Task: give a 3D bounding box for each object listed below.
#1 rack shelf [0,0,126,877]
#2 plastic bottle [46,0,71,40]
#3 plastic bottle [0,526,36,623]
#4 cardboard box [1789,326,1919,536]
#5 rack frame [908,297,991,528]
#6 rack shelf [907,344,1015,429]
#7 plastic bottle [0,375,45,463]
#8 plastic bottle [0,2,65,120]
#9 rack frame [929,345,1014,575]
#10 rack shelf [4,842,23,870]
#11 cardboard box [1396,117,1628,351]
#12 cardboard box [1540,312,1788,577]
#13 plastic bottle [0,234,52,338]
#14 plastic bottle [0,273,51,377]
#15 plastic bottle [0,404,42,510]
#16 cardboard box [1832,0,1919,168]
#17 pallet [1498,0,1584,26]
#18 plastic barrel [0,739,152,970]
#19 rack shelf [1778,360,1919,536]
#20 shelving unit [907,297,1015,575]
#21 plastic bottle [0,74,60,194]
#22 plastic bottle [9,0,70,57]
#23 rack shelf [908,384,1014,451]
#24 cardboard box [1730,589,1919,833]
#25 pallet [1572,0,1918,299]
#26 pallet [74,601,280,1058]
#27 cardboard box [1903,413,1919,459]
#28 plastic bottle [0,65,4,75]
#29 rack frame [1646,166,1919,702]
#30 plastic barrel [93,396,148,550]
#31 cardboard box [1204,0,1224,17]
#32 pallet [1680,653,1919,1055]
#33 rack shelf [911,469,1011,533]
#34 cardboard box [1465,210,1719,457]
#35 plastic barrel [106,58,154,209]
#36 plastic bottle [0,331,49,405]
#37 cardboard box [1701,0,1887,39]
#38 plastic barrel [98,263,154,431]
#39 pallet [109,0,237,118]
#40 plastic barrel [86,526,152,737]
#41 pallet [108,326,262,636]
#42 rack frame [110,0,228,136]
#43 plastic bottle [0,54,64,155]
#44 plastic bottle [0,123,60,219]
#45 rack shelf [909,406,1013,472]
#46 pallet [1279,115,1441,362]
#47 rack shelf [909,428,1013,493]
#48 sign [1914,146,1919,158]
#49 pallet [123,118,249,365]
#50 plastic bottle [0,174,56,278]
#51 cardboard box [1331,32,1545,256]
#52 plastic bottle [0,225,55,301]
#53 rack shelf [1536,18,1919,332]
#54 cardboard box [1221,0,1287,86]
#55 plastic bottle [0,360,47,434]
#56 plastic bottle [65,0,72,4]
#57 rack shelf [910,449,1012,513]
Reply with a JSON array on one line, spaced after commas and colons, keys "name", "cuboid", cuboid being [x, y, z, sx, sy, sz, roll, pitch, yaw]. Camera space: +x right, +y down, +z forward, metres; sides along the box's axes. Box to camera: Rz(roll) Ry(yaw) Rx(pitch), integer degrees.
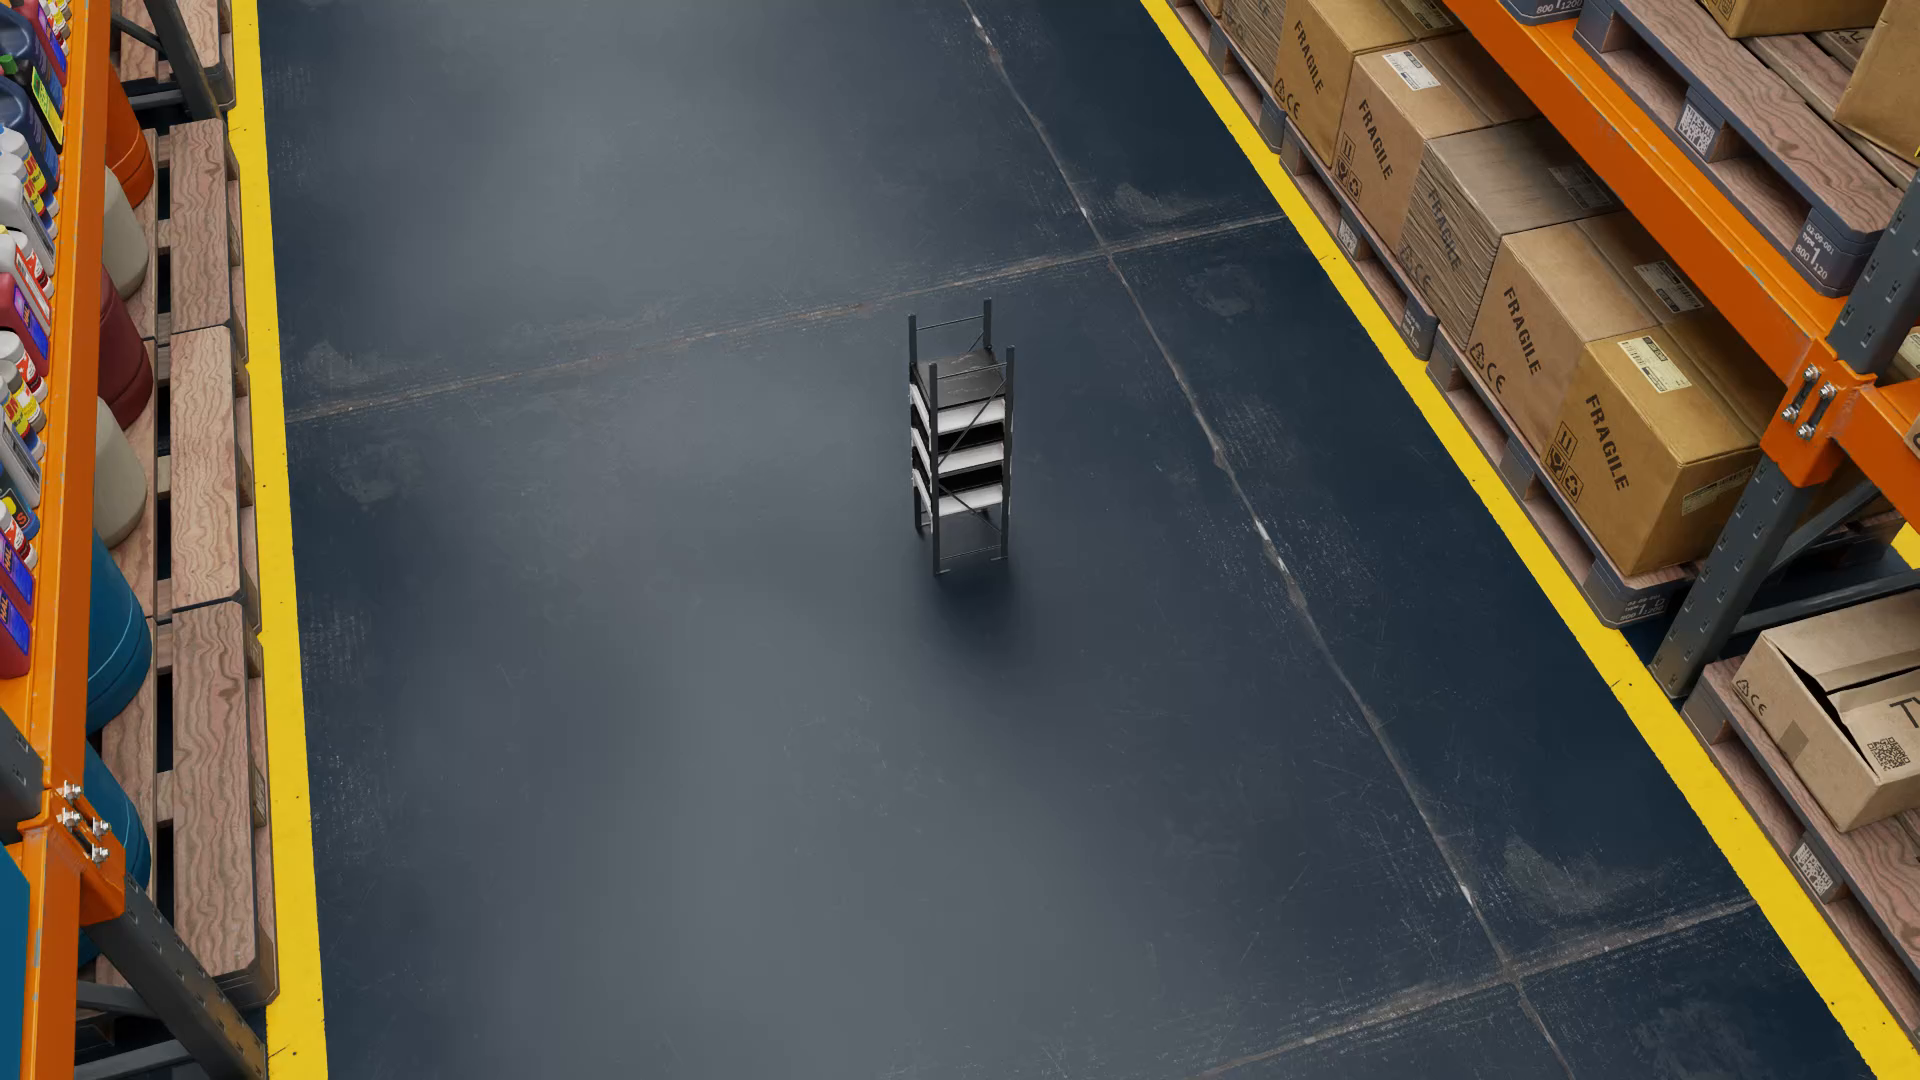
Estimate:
[{"name": "rack shelf", "cuboid": [-2.794, -0.765, 4.404, 1.077, 0.370, 4.000, -13, 51, -11]}, {"name": "plastic bottle", "cuboid": [-2.601, -1.511, 4.692, 0.097, 0.201, 0.097, 0, 50, 0]}, {"name": "plastic bottle", "cuboid": [-1.943, 0.040, 3.331, 0.061, 0.283, 0.133, -13, 51, -11]}, {"name": "cardboard box", "cuboid": [2.620, -0.398, 4.971, 0.500, 0.500, 0.500, -15, 52, -13]}, {"name": "rack frame", "cuboid": [-0.028, -0.358, 4.964, 0.240, 0.900, 0.006, -13, 51, -11]}, {"name": "rack shelf", "cuboid": [0.002, -0.437, 4.720, 0.258, 0.077, 0.200, -13, 51, -11]}, {"name": "plastic bottle", "cuboid": [-2.092, -0.277, 3.606, 0.097, 0.271, 0.097, 0, 50, 0]}, {"name": "plastic bottle", "cuboid": [-2.513, -1.282, 4.402, 0.144, 0.351, 0.185, -13, 51, -11]}, {"name": "rack frame", "cuboid": [0.032, -0.210, 4.838, 0.240, 0.900, 0.006, -13, 51, -11]}, {"name": "rack shelf", "cuboid": [-1.611, 2.093, 1.866, 0.919, 0.124, 3.809, -13, 51, -11]}, {"name": "cardboard box", "cuboid": [1.824, -1.015, 5.491, 0.500, 0.500, 0.500, -13, 51, -11]}, {"name": "cardboard box", "cuboid": [2.111, -0.285, 4.876, 0.500, 0.500, 0.500, -14, 51, -11]}, {"name": "plastic bottle", "cuboid": [-2.249, -0.597, 3.872, 0.152, 0.276, 0.135, -13, 51, -11]}, {"name": "plastic bottle", "cuboid": [-2.166, -0.512, 3.796, 0.061, 0.283, 0.133, -13, 51, -11]}, {"name": "plastic bottle", "cuboid": [-2.084, -0.188, 3.528, 0.152, 0.276, 0.135, -13, 51, -11]}, {"name": "cardboard box", "cuboid": [2.604, -1.218, 3.975, 0.700, 0.500, 0.500, -30, 56, -23]}, {"name": "pallet", "cuboid": [1.927, -2.094, 5.179, 1.003, 0.211, 1.213, -13, 51, -11]}, {"name": "plastic barrel", "cuboid": [-2.347, 0.603, 3.877, 0.600, 0.901, 0.708, -13, 51, -11]}, {"name": "rack shelf", "cuboid": [3.122, 1.039, 2.883, 1.077, 0.370, 4.000, -13, 51, -11]}, {"name": "shelving unit", "cuboid": [0.002, -0.284, 4.901, 0.258, 0.900, 0.210, -13, 51, -11]}, {"name": "plastic bottle", "cuboid": [-2.419, -1.050, 4.206, 0.144, 0.351, 0.185, -13, 51, -11]}, {"name": "plastic bottle", "cuboid": [-2.572, -1.440, 4.632, 0.097, 0.201, 0.097, 0, 50, 0]}, {"name": "rack shelf", "cuboid": [0.002, -0.379, 4.789, 0.258, 0.077, 0.200, -13, 51, -11]}, {"name": "cardboard box", "cuboid": [2.448, 0.427, 4.399, 0.500, 0.311, 0.500, -13, 51, -11]}, {"name": "pallet", "cuboid": [2.398, -1.200, 4.425, 1.003, 0.211, 1.213, -13, 51, -11]}, {"name": "pallet", "cuboid": [-2.391, 0.790, 4.446, 1.003, 0.211, 1.213, -13, 51, -11]}, {"name": "cardboard box", "cuboid": [2.421, -0.252, 3.435, 0.500, 0.500, 0.500, -12, 51, -10]}, {"name": "plastic bottle", "cuboid": [-2.484, -1.140, 4.326, 0.061, 0.283, 0.133, -13, 51, -11]}, {"name": "rack frame", "cuboid": [2.530, -0.654, 3.839, 1.000, 3.000, 0.127, -13, 51, -11]}, {"name": "plastic barrel", "cuboid": [-2.638, -0.221, 4.827, 0.421, 0.512, 0.421, 0, 50, 0]}, {"name": "cardboard box", "cuboid": [1.209, -2.514, 6.755, 0.500, 0.500, 0.500, -11, 51, -9]}, {"name": "pallet", "cuboid": [2.732, 0.747, 4.482, 1.003, 0.211, 1.213, -13, 51, -11]}, {"name": "rack shelf", "cuboid": [0.002, -0.147, 5.064, 0.258, 0.077, 0.200, -13, 51, -11]}, {"name": "cardboard box", "cuboid": [1.972, -0.648, 5.182, 0.500, 0.500, 0.500, -13, 51, -11]}, {"name": "plastic barrel", "cuboid": [-3.225, -1.540, 5.731, 0.600, 0.830, 0.708, -13, 51, -11]}, {"name": "plastic bottle", "cuboid": [-2.150, -0.397, 3.753, 0.097, 0.201, 0.097, 0, 50, 0]}, {"name": "cardboard box", "cuboid": [2.340, -1.706, 4.386, 0.700, 0.500, 0.500, -6, 50, -5]}, {"name": "plastic barrel", "cuboid": [-2.891, -0.638, 5.128, 0.600, 0.588, 0.708, -13, 51, -11]}, {"name": "pallet", "cuboid": [-3.578, -2.134, 6.911, 1.003, 0.211, 1.213, -13, 51, -11]}, {"name": "plastic barrel", "cuboid": [-2.557, 0.086, 4.313, 0.600, 0.901, 0.708, -13, 51, -11]}, {"name": "pallet", "cuboid": [-2.755, -0.103, 5.199, 1.003, 0.211, 1.213, -13, 51, -11]}, {"name": "rack frame", "cuboid": [-3.386, -2.458, 5.360, 1.000, 3.000, 0.127, -13, 51, -11]}, {"name": "plastic bottle", "cuboid": [-2.426, -1.154, 4.337, 0.061, 0.283, 0.133, -13, 51, -11]}, {"name": "plastic bottle", "cuboid": [-2.355, -0.927, 4.153, 0.097, 0.271, 0.097, 0, 50, 0]}, {"name": "rack shelf", "cuboid": [0.002, -0.321, 4.858, 0.258, 0.077, 0.200, -13, 51, -11]}, {"name": "pallet", "cuboid": [1.889, -1.233, 6.151, 1.003, 0.211, 1.213, -13, 51, -11]}, {"name": "rack shelf", "cuboid": [0.002, -0.263, 4.926, 0.258, 0.077, 0.200, -13, 51, -11]}, {"name": "sign", "cuboid": [2.001, -0.899, 3.288, 0.100, 0.325, 0.005, -13, 51, -11]}, {"name": "pallet", "cuboid": [-3.113, -0.993, 5.949, 1.003, 0.211, 1.213, -13, 51, -11]}, {"name": "plastic bottle", "cuboid": [-2.318, -0.766, 4.015, 0.152, 0.276, 0.135, -13, 51, -11]}, {"name": "cardboard box", "cuboid": [1.672, -1.385, 5.803, 0.500, 0.500, 0.500, -15, 51, -12]}, {"name": "plastic bottle", "cuboid": [-2.258, -0.664, 3.977, 0.097, 0.201, 0.097, 0, 50, 0]}, {"name": "rack shelf", "cuboid": [1.939, -1.945, 5.271, 0.919, 0.124, 3.809, -13, 51, -11]}, {"name": "cardboard box", "cuboid": [1.369, -2.133, 6.433, 0.500, 0.500, 0.500, -15, 51, -12]}, {"name": "plastic bottle", "cuboid": [-2.121, -0.326, 3.693, 0.097, 0.201, 0.097, 0, 50, 0]}, {"name": "plastic bottle", "cuboid": [-2.658, -1.676, 4.785, 0.097, 0.271, 0.097, 0, 50, 0]}, {"name": "rack shelf", "cuboid": [0.002, -0.205, 4.995, 0.258, 0.077, 0.200, -13, 51, -11]}]
